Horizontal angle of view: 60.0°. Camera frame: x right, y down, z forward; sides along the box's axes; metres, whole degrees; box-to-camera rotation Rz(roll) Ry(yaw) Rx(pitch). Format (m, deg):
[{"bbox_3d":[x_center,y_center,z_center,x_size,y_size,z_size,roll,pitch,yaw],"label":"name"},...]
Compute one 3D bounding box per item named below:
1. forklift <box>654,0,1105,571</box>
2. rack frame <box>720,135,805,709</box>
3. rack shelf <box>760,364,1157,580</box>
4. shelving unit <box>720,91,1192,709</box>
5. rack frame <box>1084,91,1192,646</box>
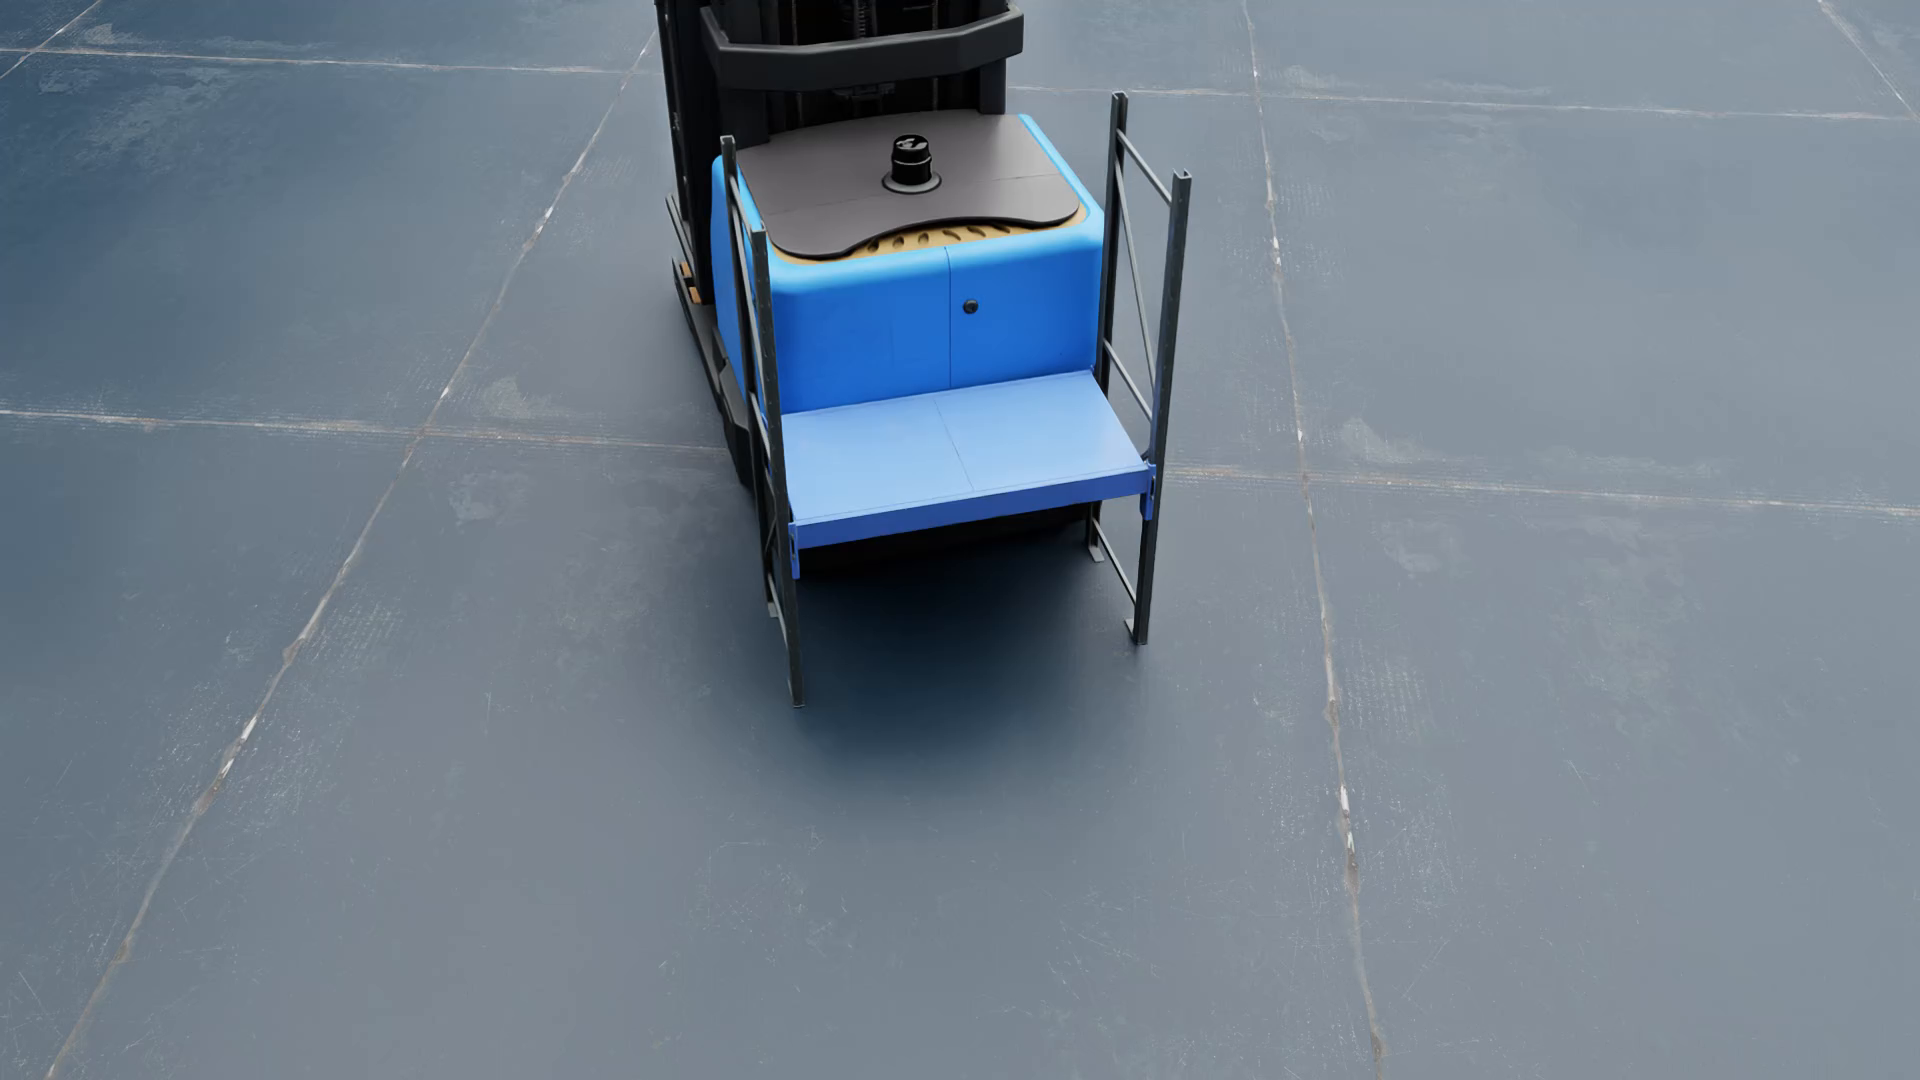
[{"bbox_3d":[-0.460,-1.981,5.362,1.130,2.935,3.031,-11,40,-13],"label":"forklift"},{"bbox_3d":[-0.513,-0.262,4.384,0.032,1.500,0.500,-9,40,-11],"label":"rack frame"},{"bbox_3d":[-0.021,-0.204,4.598,1.000,0.185,0.538,-9,40,-11],"label":"rack shelf"},{"bbox_3d":[-0.021,-0.344,4.484,1.048,1.500,0.538,-9,40,-11],"label":"shelving unit"},{"bbox_3d":[0.470,-0.425,4.584,0.032,1.500,0.500,-9,40,-11],"label":"rack frame"}]
